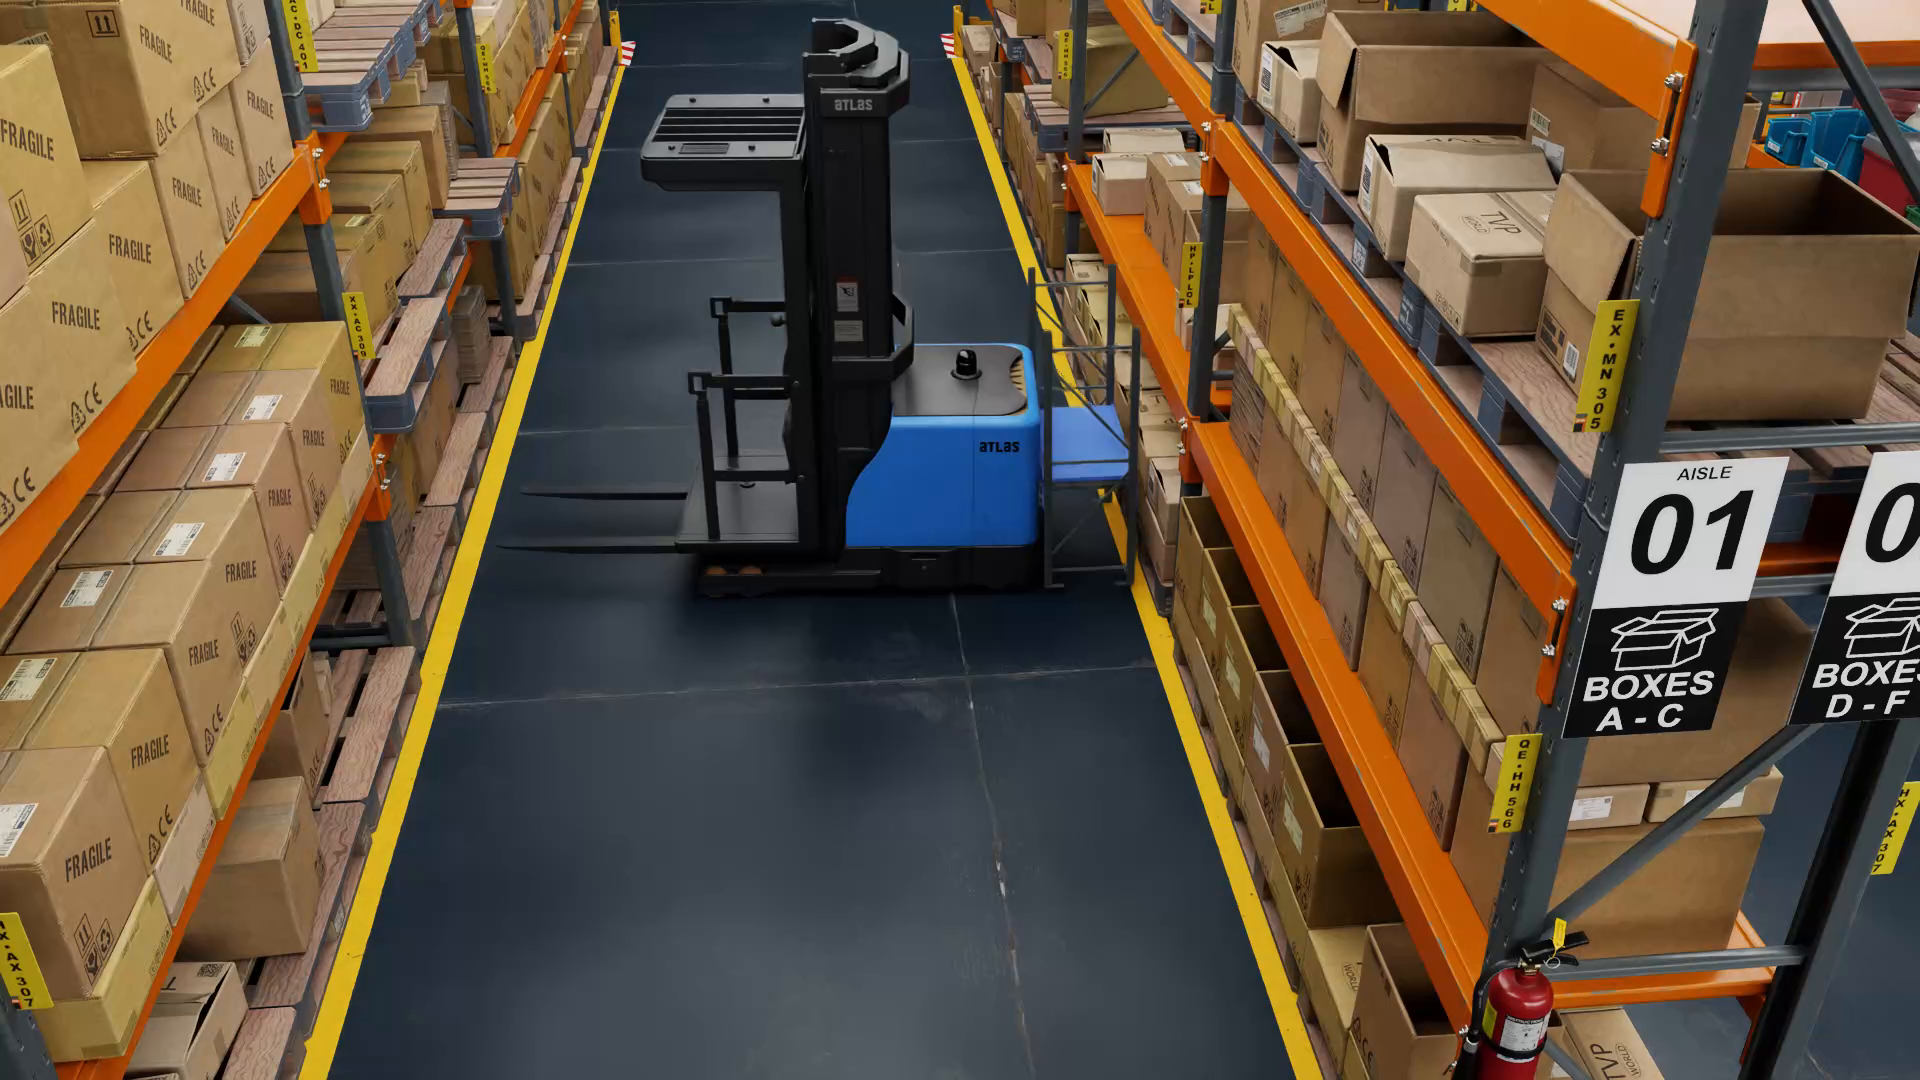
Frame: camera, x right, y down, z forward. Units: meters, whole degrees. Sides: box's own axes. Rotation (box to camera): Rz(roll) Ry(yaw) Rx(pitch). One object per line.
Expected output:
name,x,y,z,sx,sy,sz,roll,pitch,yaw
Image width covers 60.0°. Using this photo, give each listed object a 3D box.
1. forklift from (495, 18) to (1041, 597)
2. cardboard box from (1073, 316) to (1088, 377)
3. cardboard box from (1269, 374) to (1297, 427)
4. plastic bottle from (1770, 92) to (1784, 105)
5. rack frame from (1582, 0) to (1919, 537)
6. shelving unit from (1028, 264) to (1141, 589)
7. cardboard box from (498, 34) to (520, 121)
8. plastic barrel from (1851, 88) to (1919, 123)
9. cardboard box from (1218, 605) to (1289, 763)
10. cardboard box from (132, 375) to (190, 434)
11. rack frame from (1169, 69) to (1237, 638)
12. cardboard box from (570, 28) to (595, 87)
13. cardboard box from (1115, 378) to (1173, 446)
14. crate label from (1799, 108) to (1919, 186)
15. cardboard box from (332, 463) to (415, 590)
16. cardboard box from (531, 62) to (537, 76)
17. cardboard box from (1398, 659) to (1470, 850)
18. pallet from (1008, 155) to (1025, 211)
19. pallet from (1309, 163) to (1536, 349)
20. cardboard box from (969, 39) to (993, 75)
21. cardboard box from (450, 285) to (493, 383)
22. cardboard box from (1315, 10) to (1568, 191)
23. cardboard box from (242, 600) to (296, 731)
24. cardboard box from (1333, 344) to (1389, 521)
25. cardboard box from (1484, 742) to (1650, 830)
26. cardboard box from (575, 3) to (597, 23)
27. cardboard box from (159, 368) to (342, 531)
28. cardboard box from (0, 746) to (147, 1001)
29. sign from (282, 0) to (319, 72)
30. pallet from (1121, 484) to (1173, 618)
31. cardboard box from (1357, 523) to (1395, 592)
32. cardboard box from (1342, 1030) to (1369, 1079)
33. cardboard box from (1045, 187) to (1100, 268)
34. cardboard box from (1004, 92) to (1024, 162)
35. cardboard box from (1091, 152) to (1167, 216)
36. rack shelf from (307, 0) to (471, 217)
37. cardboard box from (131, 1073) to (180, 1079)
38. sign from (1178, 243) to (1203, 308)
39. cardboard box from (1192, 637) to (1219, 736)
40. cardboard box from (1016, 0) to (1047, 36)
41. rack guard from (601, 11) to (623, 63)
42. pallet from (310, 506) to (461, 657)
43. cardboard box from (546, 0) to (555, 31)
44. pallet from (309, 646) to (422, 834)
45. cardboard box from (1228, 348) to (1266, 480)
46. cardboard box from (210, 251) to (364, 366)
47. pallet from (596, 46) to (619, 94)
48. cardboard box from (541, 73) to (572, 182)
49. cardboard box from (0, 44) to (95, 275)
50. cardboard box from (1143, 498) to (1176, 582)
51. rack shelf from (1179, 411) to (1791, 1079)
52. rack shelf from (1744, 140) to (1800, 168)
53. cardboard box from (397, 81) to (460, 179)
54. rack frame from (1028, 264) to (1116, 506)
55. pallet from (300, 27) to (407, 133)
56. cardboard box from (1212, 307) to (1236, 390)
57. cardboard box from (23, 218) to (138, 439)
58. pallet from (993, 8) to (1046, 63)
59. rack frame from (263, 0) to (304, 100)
forklift,-1.080,-1.215,8.926,3.031,2.935,1.130,0,31,-1
cardboard box,1.064,-1.322,11.310,0.500,0.250,0.500,-4,31,-6
cardboard box,1.541,-0.599,7.098,0.380,0.149,0.250,-3,31,-5
plastic bottle,6.307,-3.468,12.824,0.097,0.201,0.097,0,31,0
rack frame,2.007,-1.351,3.237,1.000,3.000,0.127,-3,31,-5
shelving unit,0.674,-0.650,9.310,0.538,1.500,1.048,-2,28,-1
cardboard box,-3.502,-3.328,11.990,0.500,0.500,0.500,-2,31,-3
plastic barrel,6.536,-2.932,11.600,0.600,0.536,0.708,-3,31,-5
cardboard box,1.458,0.622,7.323,0.500,0.500,0.500,-3,31,-5
cardboard box,-3.418,-0.331,6.774,0.500,0.500,0.500,-3,31,-5
rack frame,1.633,-0.818,8.194,1.000,3.000,0.127,-3,31,-5
cardboard box,-4.160,-4.948,17.136,0.700,0.500,0.500,-4,31,-6
cardboard box,1.211,-0.772,9.842,0.500,0.311,0.500,-3,31,-5
crate label,6.015,-2.591,11.128,0.502,0.435,0.616,-3,31,-5
cardboard box,-3.384,-0.070,8.950,0.700,0.500,0.500,-2,31,-3
cardboard box,-3.666,-3.883,13.551,0.380,0.149,0.250,-3,31,-5
cardboard box,1.922,0.674,5.598,0.700,0.500,0.500,-2,31,-3
pallet,0.999,-3.292,15.055,1.003,0.211,1.213,-3,31,-5
pallet,1.849,-1.012,5.681,1.003,0.211,1.213,-3,31,-5
cardboard box,0.374,-5.151,17.702,0.500,0.250,0.500,-3,31,-5
cardboard box,-3.553,-1.372,11.130,0.700,0.500,0.500,-2,31,-4
cardboard box,1.661,-1.544,5.837,0.797,0.503,0.637,1,31,1
cardboard box,-2.804,0.472,6.162,0.500,0.250,0.500,-2,31,-4
cardboard box,1.822,-0.423,6.170,0.700,0.500,0.500,-3,31,-5
cardboard box,1.781,0.717,4.895,0.380,0.149,0.250,-3,31,-5
cardboard box,-4.037,-5.551,17.514,0.380,0.149,0.250,-2,31,-3
cardboard box,-2.894,-0.364,6.829,0.500,0.500,0.500,-3,31,-5
cardboard box,-2.670,0.939,4.648,0.500,0.500,0.500,-3,31,-5
sign,-2.759,-2.118,6.942,0.100,0.325,0.005,-3,31,-5
pallet,1.525,0.005,9.536,1.003,0.211,1.213,-3,31,-5
cardboard box,1.659,0.056,6.001,0.380,0.149,0.250,-2,31,-3
cardboard box,1.663,1.965,5.808,0.500,0.250,0.500,-3,31,-5
cardboard box,0.938,-2.442,12.922,0.500,0.500,0.500,-2,31,-3
cardboard box,0.688,-3.760,15.128,0.500,0.500,0.500,-4,31,-7
cardboard box,1.150,-2.356,10.856,0.500,0.311,0.500,-3,31,-5
rack shelf,-3.485,-2.579,8.919,1.077,0.370,4.000,-3,31,-5
cardboard box,-2.900,2.071,5.550,0.500,0.311,0.500,-6,31,-10
sign,1.094,-1.250,7.866,0.100,0.325,0.005,-3,31,-5
cardboard box,1.416,0.689,7.943,0.500,0.250,0.500,-3,31,-5
cardboard box,0.835,-4.525,13.894,0.700,0.500,0.500,2,31,3
rack guard,-4.422,-5.645,18.713,1.175,0.500,0.348,-3,31,-5
pallet,-3.373,0.221,9.174,1.003,0.211,1.213,-3,31,-5
cardboard box,-3.752,-4.619,14.151,0.500,0.500,0.500,-3,31,-5
pallet,-3.201,0.960,7.938,1.003,0.211,1.213,-3,31,-5
cardboard box,1.681,-0.635,7.790,0.700,0.500,0.500,-4,31,-6
cardboard box,-3.312,-1.072,8.093,0.700,0.500,0.500,-3,31,-4
pallet,-4.267,-5.104,18.089,1.003,0.211,1.213,-3,31,-5
cardboard box,-3.856,-3.595,14.530,0.750,0.750,0.750,-2,31,-4
cardboard box,-2.774,-1.033,4.537,0.500,0.500,0.500,-2,31,-3
cardboard box,1.306,-0.016,9.123,0.500,0.250,0.500,-3,31,-5
rack shelf,1.820,0.512,6.669,1.077,0.370,4.000,-3,31,-5
rack shelf,6.378,-1.766,10.483,1.077,0.370,4.000,-3,31,-5
cardboard box,-3.618,-2.613,10.674,0.700,0.500,0.500,-6,31,-10
rack frame,0.653,-0.886,9.759,0.500,1.500,0.032,-2,28,-1
pallet,-3.250,-2.106,7.609,1.213,0.211,1.003,-3,31,-5
cardboard box,1.544,-1.003,8.650,0.500,0.250,0.500,-1,31,-1
cardboard box,-2.774,-0.599,4.786,0.500,0.500,0.500,-1,31,-2
pallet,0.852,-4.407,14.390,1.003,0.211,1.213,-3,31,-5
rack frame,-3.298,-3.154,6.256,1.000,3.000,0.127,-3,31,-5
